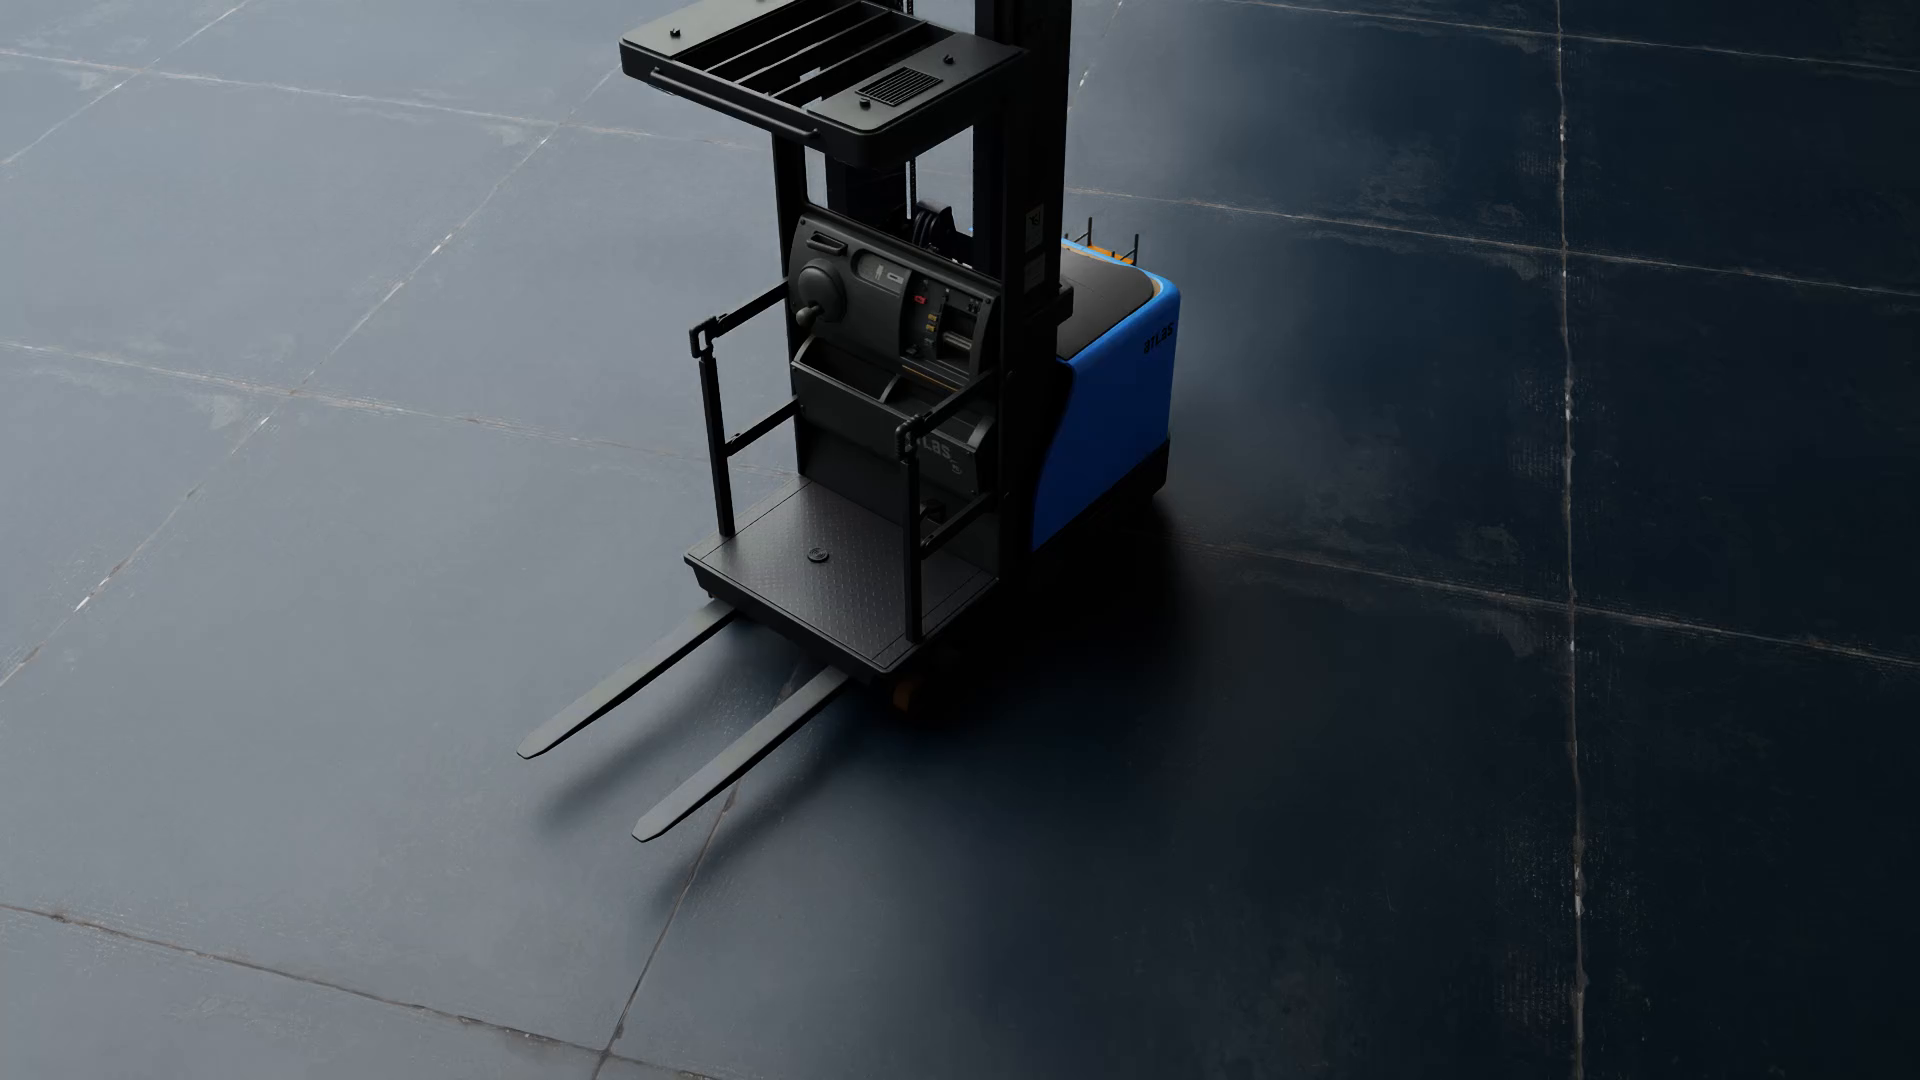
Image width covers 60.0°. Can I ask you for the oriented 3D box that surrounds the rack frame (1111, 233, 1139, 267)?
[{"bbox_3d":[0.709,-0.875,7.476,0.008,1.050,0.200,27,47,28],"label":"rack frame"}]

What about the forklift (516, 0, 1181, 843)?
[{"bbox_3d":[-0.391,-0.811,5.937,1.130,2.935,3.031,27,47,29],"label":"forklift"}]

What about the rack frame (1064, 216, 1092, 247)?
[{"bbox_3d":[0.517,-0.972,7.591,0.008,1.050,0.200,27,47,28],"label":"rack frame"}]

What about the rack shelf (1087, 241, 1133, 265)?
[{"bbox_3d":[0.613,-1.133,7.358,0.240,0.259,0.215,27,47,28],"label":"rack shelf"}]

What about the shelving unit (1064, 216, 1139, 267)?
[{"bbox_3d":[0.613,-0.923,7.533,0.252,1.050,0.215,27,47,28],"label":"shelving unit"}]
